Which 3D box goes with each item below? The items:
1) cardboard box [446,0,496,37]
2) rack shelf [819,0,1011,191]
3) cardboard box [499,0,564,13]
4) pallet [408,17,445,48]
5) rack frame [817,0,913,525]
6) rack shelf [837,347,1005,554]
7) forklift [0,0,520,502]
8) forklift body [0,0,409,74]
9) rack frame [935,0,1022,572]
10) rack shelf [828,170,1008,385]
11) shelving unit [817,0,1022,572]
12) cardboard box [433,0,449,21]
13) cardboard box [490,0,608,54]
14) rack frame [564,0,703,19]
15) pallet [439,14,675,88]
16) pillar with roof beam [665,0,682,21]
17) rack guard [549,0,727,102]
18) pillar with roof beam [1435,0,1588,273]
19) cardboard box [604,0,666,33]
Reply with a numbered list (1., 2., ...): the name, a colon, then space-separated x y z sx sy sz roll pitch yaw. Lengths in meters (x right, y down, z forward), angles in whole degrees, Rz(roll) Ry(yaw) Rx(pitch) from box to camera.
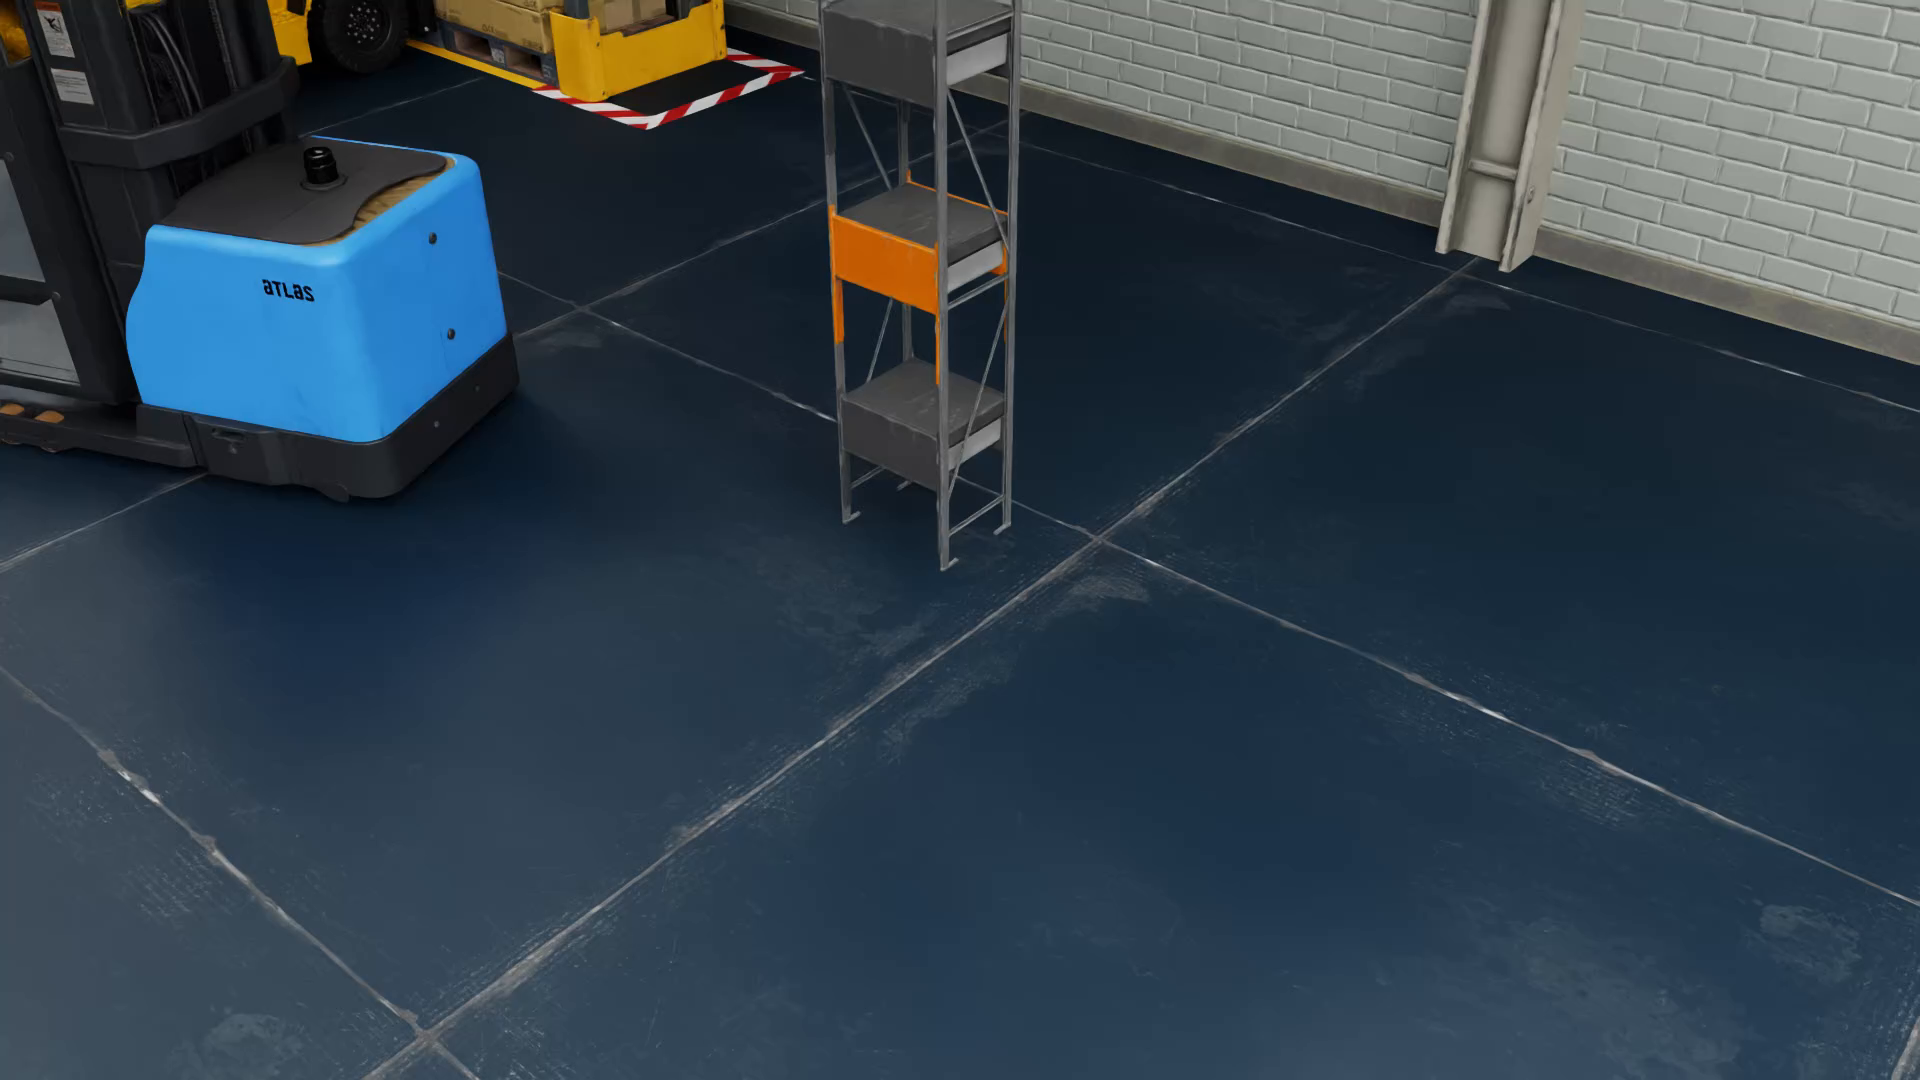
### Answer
1. cardboard box: -2.954 -3.471 10.712 0.500 0.250 0.500 25 42 32
2. rack shelf: -0.127 -1.491 5.354 0.480 0.518 0.431 25 42 32
3. cardboard box: -2.589 -3.500 10.313 0.500 0.250 0.500 25 41 31
4. pallet: -3.563 -3.766 11.547 1.213 0.211 1.003 25 42 32
5. rack frame: -0.315 -1.014 5.872 0.015 2.100 0.400 25 42 32
6. rack shelf: -0.127 -0.337 6.147 0.480 0.518 0.431 25 42 32
7. forklift: -3.456 -1.837 6.336 3.031 2.935 1.130 10 36 15
8. forklift body: -4.640 -3.757 9.821 1.214 2.155 2.313 25 42 32
9. rack frame: 0.060 -0.837 5.614 0.015 2.100 0.400 25 42 32
10. rack shelf: -0.127 -0.914 5.751 0.480 0.518 0.431 25 42 32
11. shelving unit: -0.127 -0.926 5.743 0.503 2.100 0.431 25 42 32
12. cardboard box: -3.333 -3.656 10.982 0.500 0.250 0.500 26 42 32
13. cardboard box: -2.578 -3.287 10.444 0.500 0.250 0.500 26 42 32
14. rack frame: -2.015 -4.214 9.737 0.127 3.000 1.000 25 42 32
15. pallet: -2.630 -3.324 10.903 1.213 0.211 1.003 25 42 32
16. pillar with roof beam: -4.728 -5.459 6.249 0.400 9.000 9.100 25 42 32
17. rack guard: -1.997 -3.175 10.432 0.348 0.500 1.175 25 42 32
18. pillar with roof beam: -0.117 -3.285 3.085 0.400 9.000 9.100 25 42 32
19. cardboard box: -2.267 -3.517 10.779 0.500 0.250 0.500 25 42 32
